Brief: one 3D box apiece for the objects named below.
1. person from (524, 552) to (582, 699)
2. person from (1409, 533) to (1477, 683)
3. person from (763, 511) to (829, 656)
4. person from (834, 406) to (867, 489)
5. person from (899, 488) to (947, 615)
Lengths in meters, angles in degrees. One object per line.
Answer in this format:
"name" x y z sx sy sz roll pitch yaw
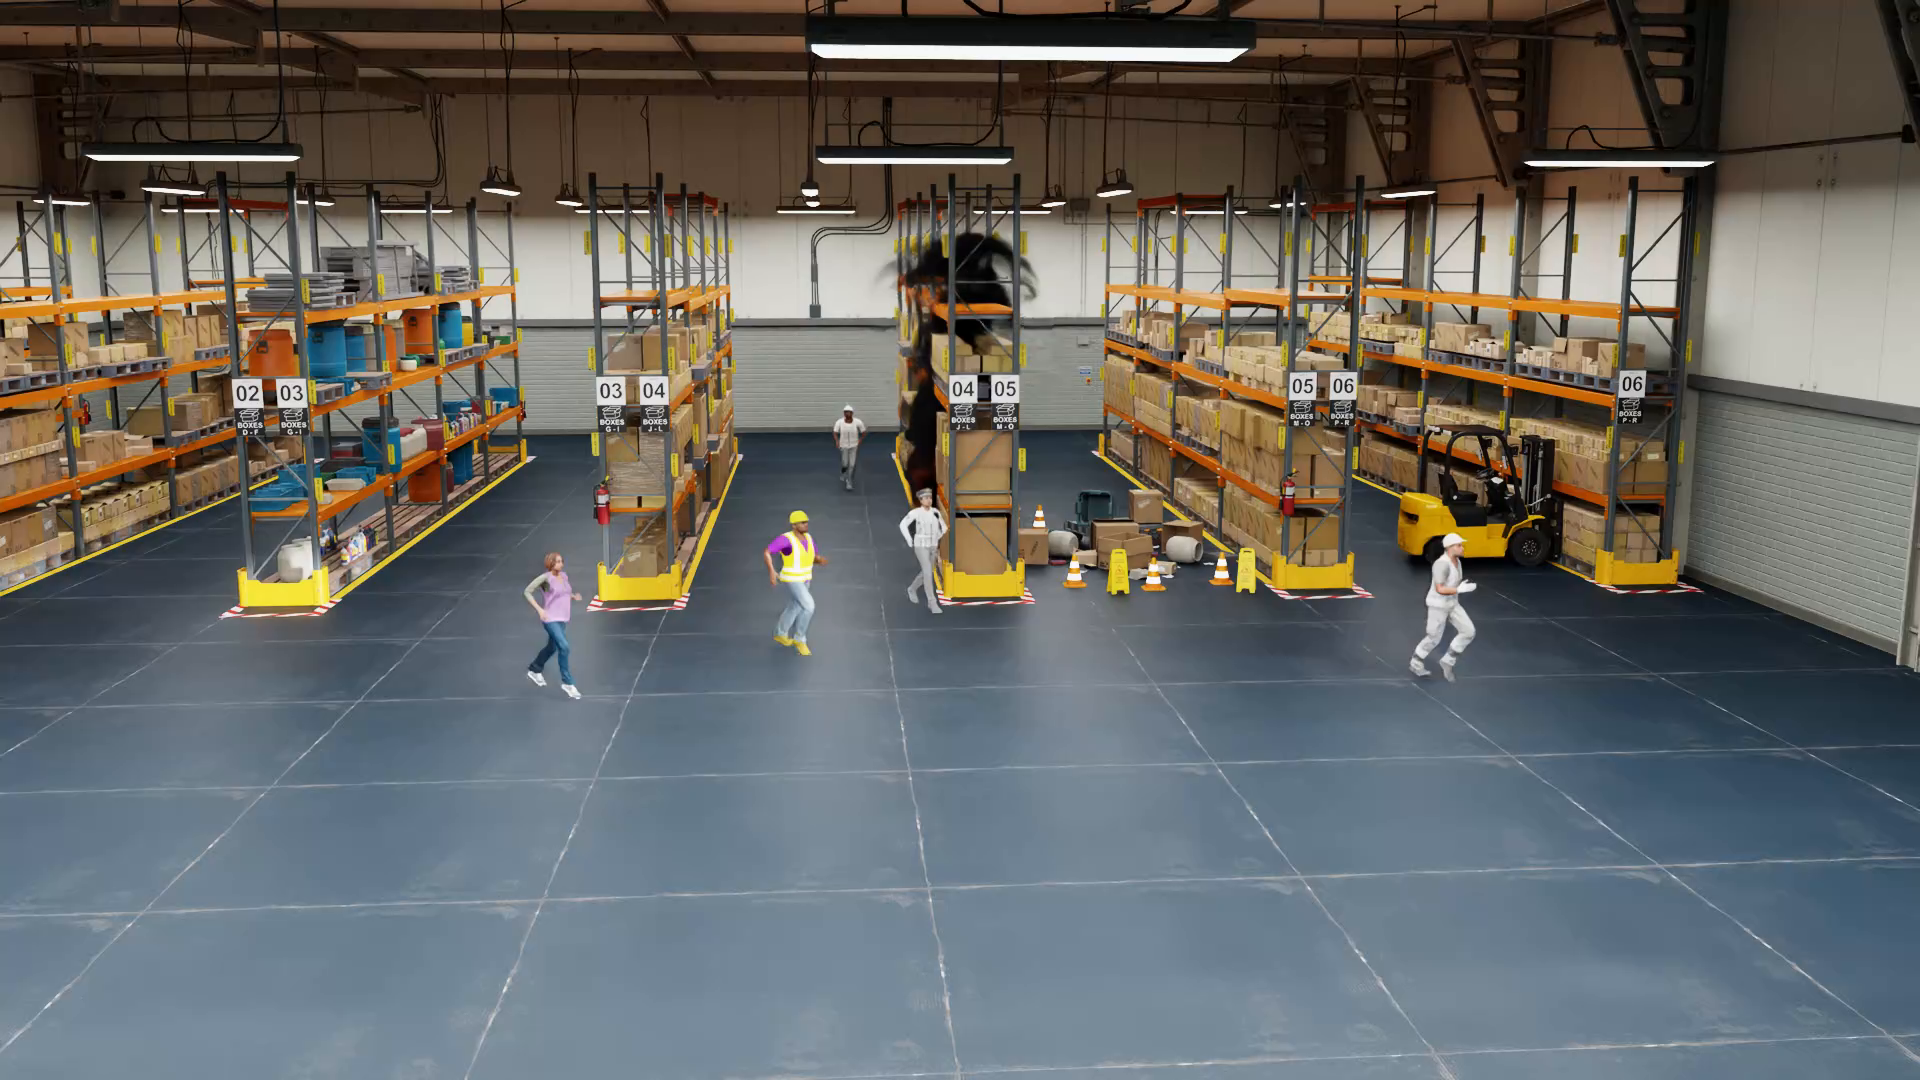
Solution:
"person" -4.590 0.938 18.761 0.768 1.640 0.528 4 11 21
"person" 5.589 0.775 19.158 0.817 1.760 0.695 9 13 41
"person" -2.008 0.535 20.631 0.834 1.815 0.668 6 11 29
"person" -2.298 -1.951 34.820 0.693 1.736 0.635 0 10 -2
"person" -0.450 0.119 23.109 0.641 1.710 0.848 -8 13 -37
